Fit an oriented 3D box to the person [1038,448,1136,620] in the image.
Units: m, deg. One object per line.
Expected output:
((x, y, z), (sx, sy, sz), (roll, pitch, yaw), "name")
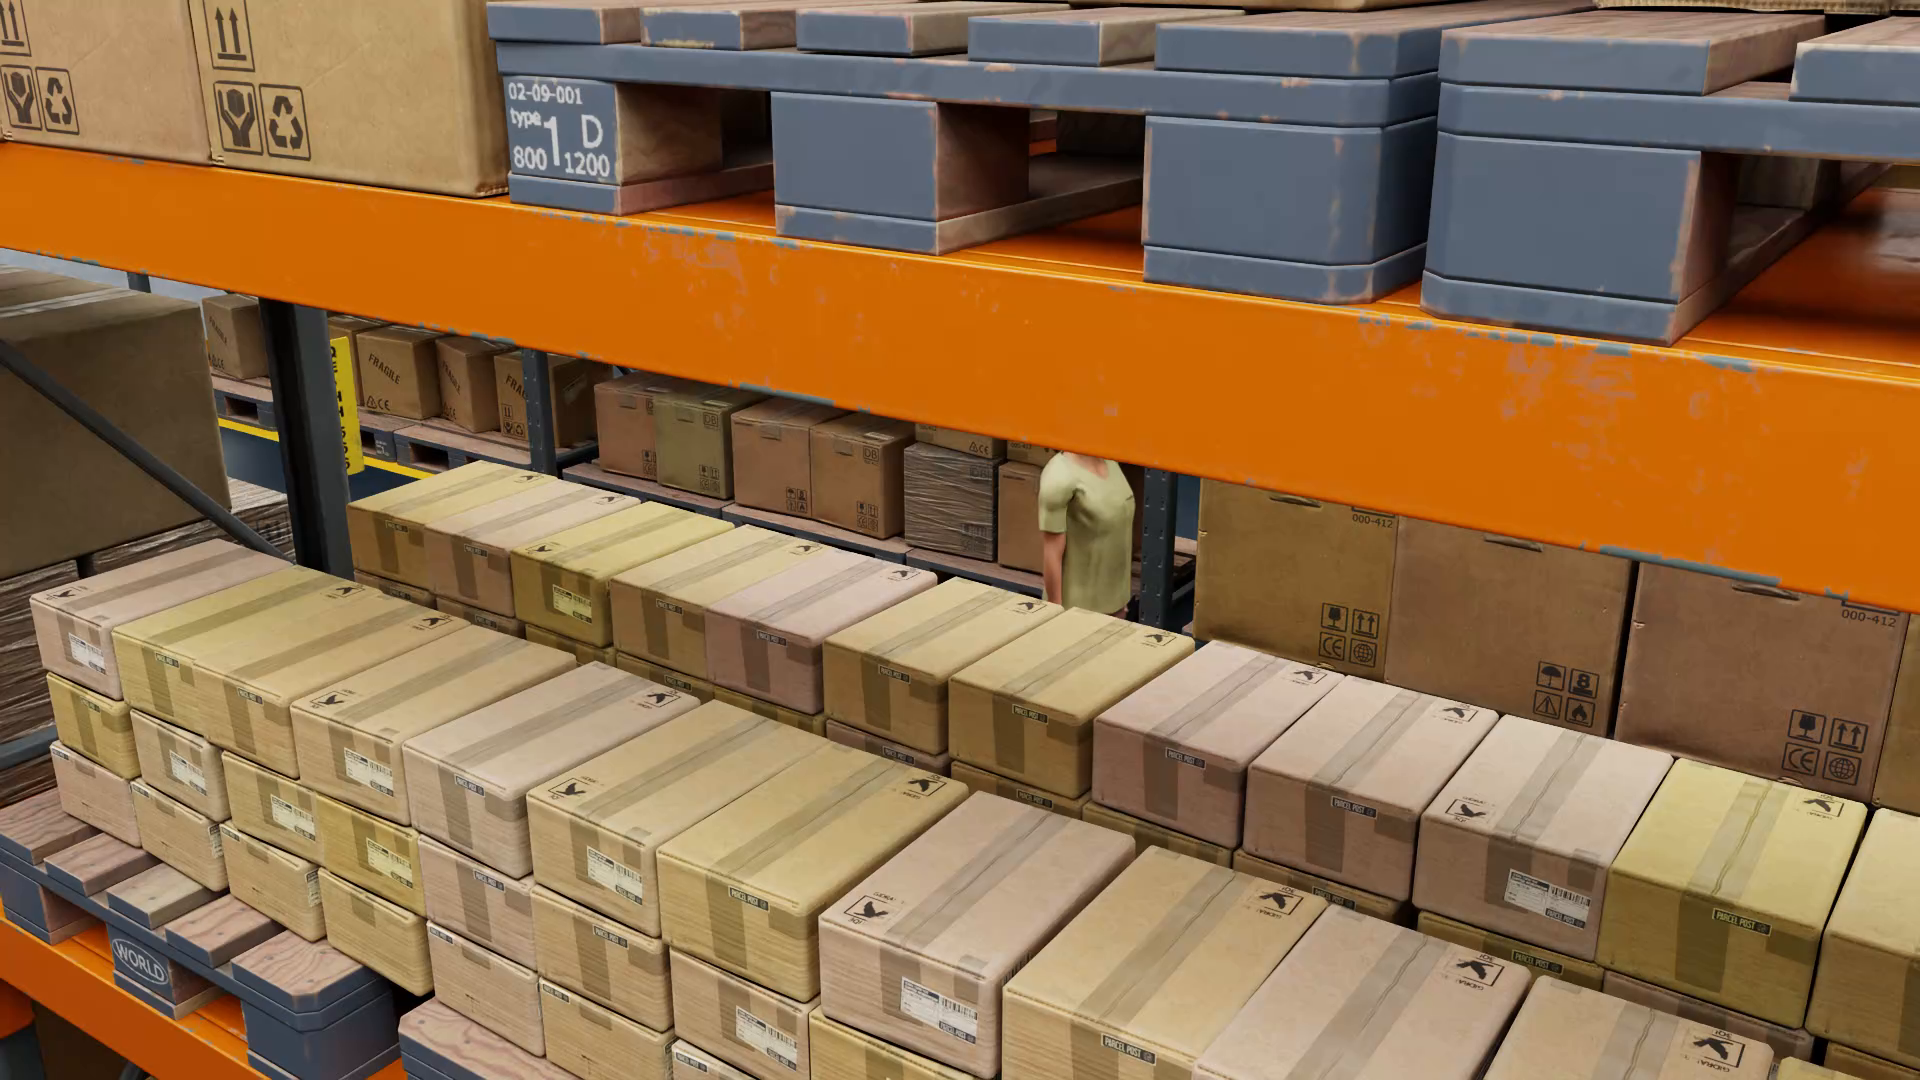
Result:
((0.450, 0.256, 5.941), (0.375, 1.708, 0.439), (14, 24, 33), "person")
